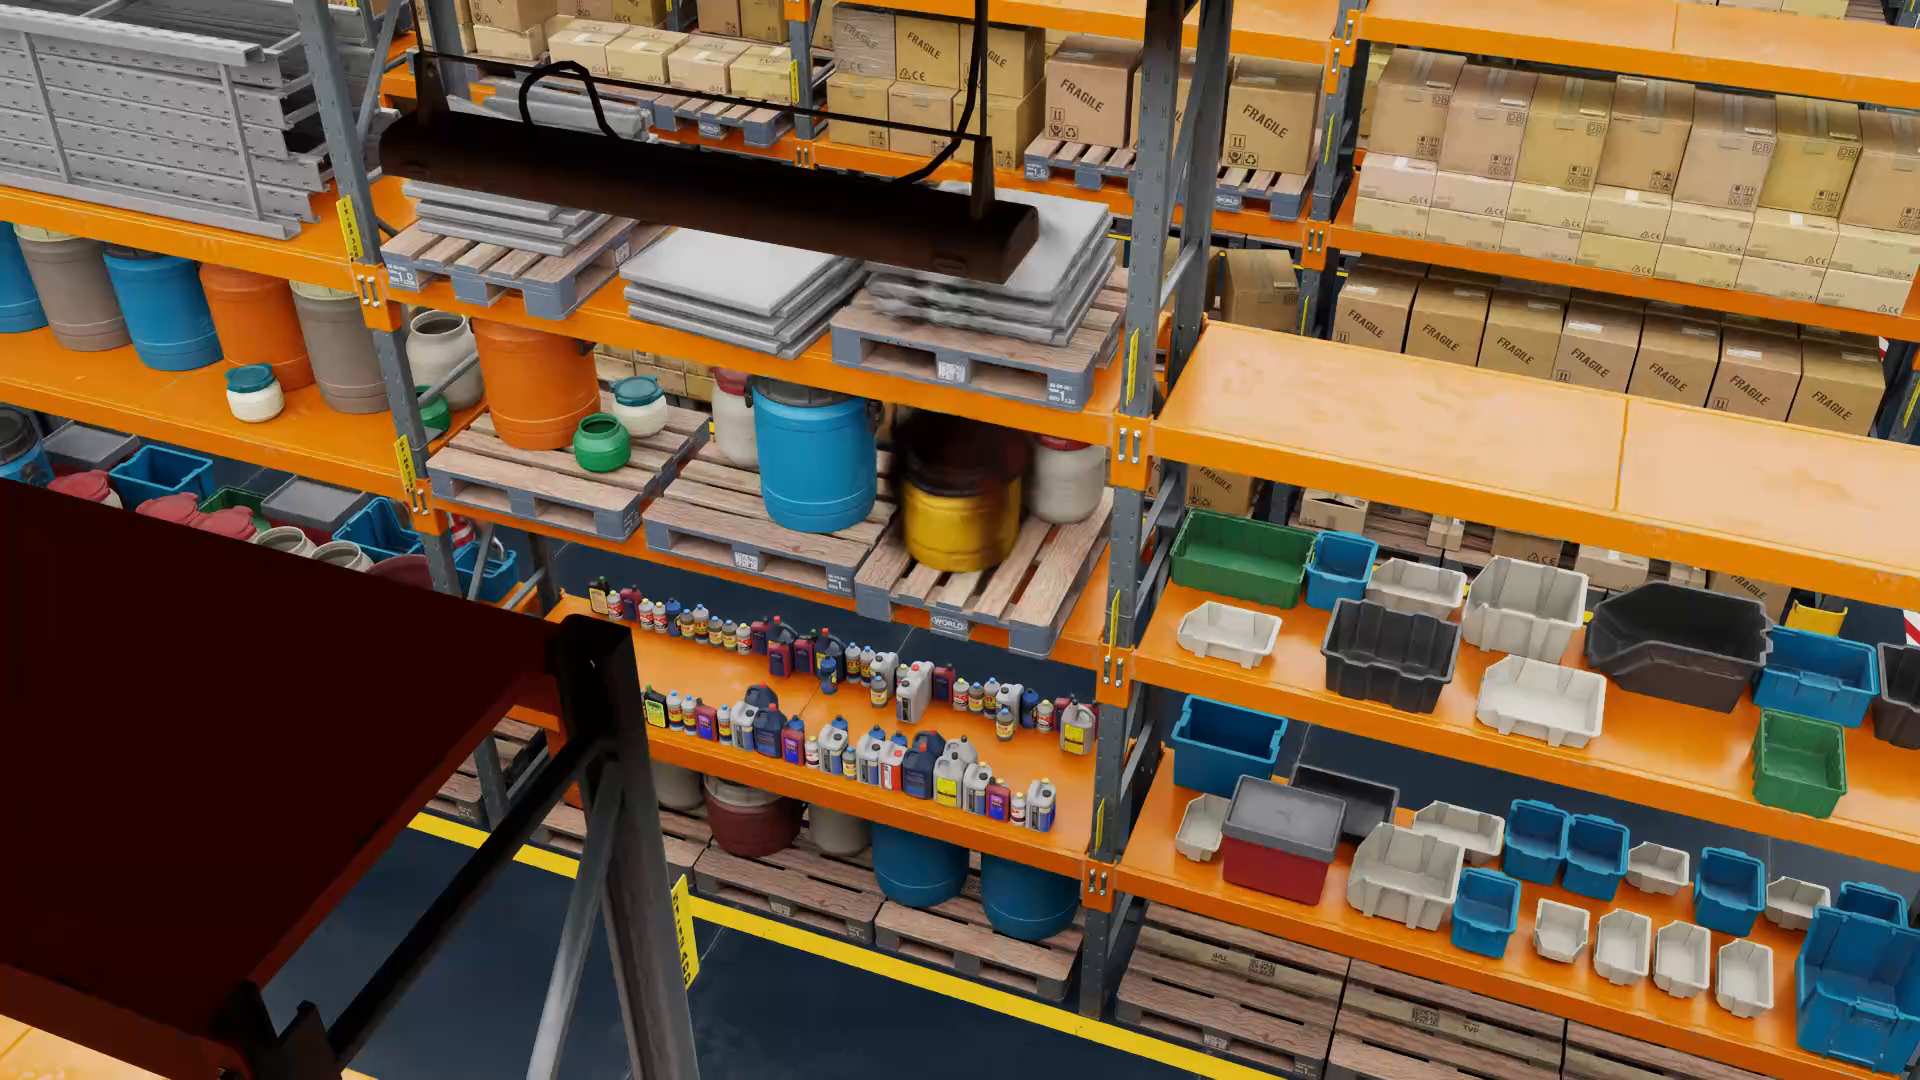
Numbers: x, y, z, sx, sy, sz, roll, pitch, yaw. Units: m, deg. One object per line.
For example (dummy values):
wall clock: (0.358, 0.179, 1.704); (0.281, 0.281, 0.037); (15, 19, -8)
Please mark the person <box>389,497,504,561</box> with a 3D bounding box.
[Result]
person: (-3.626, 0.063, 11.850); (0.695, 1.739, 0.610); (-20, 41, -25)
